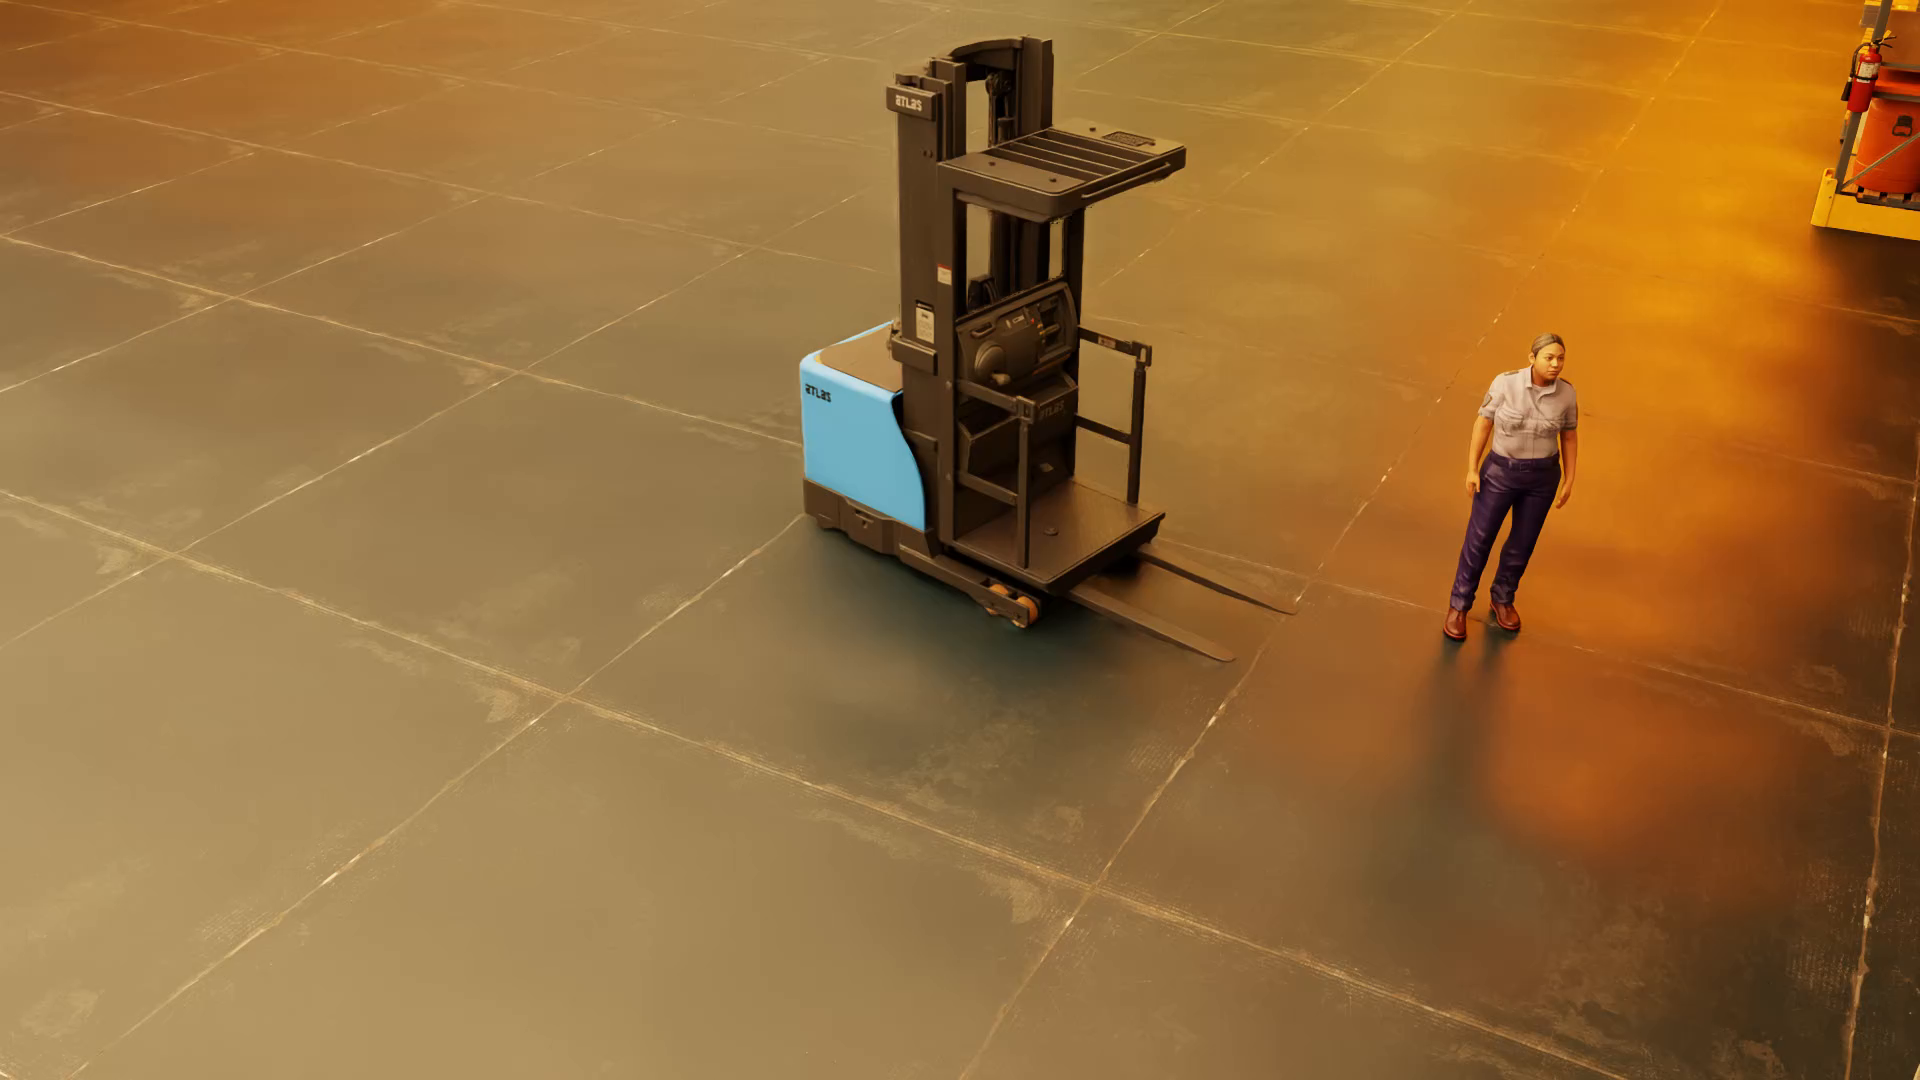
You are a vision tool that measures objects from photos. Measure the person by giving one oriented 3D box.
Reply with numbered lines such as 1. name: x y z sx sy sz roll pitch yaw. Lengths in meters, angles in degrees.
1. person: 2.964 -0.279 8.824 0.596 1.651 0.503 3 30 5

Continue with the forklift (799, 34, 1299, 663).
1. forklift: 0.474 -1.084 8.950 3.031 2.935 1.130 24 38 35
